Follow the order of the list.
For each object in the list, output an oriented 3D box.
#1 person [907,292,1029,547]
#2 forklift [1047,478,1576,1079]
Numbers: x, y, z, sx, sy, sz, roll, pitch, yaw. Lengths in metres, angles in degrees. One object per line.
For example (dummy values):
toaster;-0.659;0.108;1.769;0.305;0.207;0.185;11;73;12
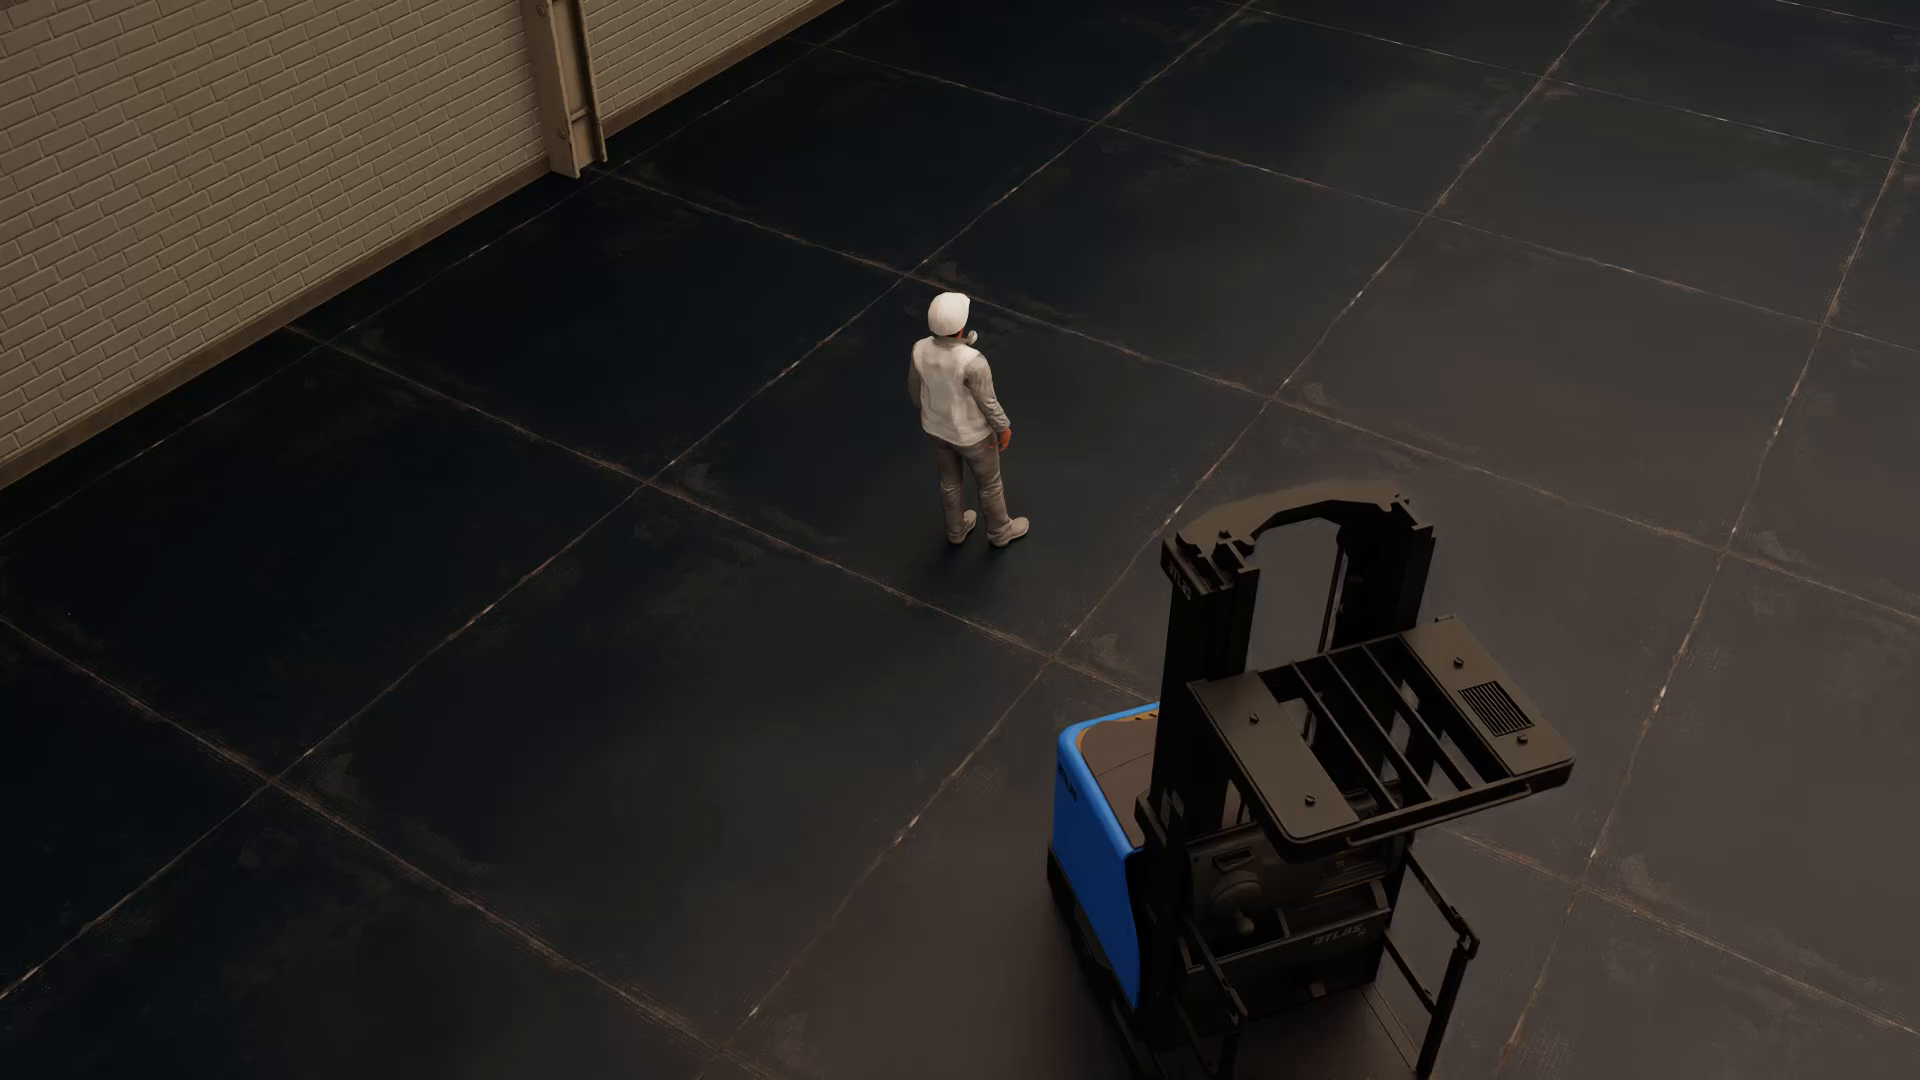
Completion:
person;0.043;-0.713;9.692;0.626;1.775;0.566;22;45;24
forklift;1.400;1.350;6.373;1.130;2.935;3.031;-13;42;-15
